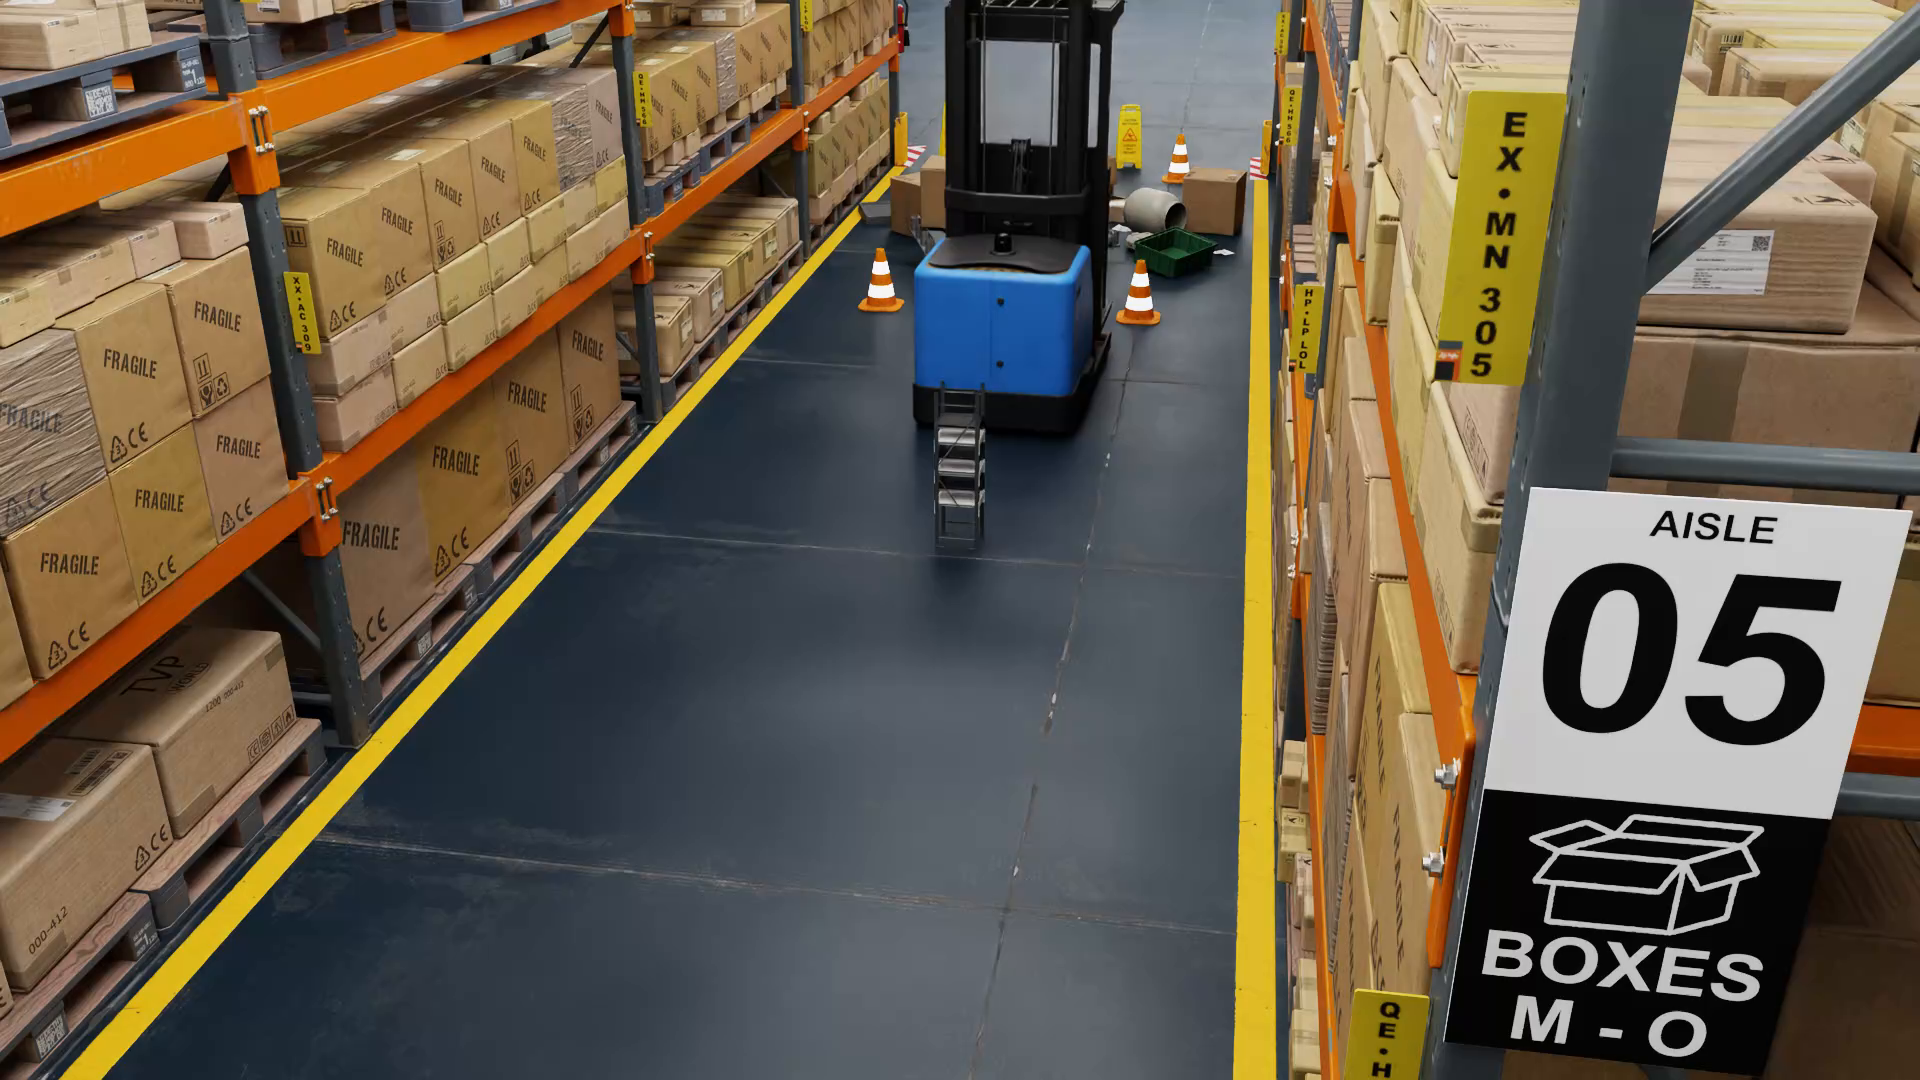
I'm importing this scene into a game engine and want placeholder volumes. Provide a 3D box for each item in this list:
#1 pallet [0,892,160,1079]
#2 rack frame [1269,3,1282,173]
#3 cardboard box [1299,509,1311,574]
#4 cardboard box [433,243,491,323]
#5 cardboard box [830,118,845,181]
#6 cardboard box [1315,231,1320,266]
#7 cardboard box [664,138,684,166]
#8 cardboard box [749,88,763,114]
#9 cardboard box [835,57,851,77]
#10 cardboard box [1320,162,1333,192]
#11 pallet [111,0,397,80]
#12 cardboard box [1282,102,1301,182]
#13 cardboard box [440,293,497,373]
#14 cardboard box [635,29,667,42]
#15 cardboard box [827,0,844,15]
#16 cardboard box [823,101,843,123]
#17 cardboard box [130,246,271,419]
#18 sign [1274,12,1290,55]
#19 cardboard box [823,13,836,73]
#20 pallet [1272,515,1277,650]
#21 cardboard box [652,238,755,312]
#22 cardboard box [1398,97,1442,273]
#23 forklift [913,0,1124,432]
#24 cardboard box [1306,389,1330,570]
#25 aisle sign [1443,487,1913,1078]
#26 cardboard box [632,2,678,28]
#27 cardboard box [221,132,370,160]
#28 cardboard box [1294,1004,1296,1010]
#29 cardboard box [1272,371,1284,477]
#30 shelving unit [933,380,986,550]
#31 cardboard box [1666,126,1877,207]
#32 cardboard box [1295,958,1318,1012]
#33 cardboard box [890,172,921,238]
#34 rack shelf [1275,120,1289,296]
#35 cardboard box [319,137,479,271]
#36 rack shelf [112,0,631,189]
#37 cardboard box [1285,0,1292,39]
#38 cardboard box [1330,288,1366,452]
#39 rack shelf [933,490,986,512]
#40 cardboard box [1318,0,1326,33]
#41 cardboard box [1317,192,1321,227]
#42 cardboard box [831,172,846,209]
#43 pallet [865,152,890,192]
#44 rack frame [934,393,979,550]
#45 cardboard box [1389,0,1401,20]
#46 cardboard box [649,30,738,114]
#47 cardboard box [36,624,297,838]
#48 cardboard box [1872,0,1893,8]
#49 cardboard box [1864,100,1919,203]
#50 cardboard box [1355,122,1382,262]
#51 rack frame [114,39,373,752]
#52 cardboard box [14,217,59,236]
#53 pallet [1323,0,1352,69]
[{"bbox_3d":[-3.511,1.594,5.596,1.003,0.211,1.213,4,25,9],"label":"pallet"},{"bbox_3d":[3.749,-5.212,16.846,1.000,3.000,0.127,4,25,9],"label":"rack frame"},{"bbox_3d":[1.419,0.017,5.972,0.380,0.149,0.250,5,26,10],"label":"cardboard box"},{"bbox_3d":[-2.596,-1.246,7.960,0.500,0.250,0.500,4,25,9],"label":"cardboard box"},{"bbox_3d":[-1.366,-3.577,15.216,0.500,0.500,0.500,5,26,11],"label":"cardboard box"},{"bbox_3d":[2.082,-1.544,8.811,0.380,0.149,0.250,5,26,11],"label":"cardboard box"},{"bbox_3d":[-2.052,-2.593,11.053,0.380,0.149,0.250,2,25,5],"label":"cardboard box"},{"bbox_3d":[-1.722,-3.355,12.681,0.380,0.149,0.250,4,25,9],"label":"cardboard box"},{"bbox_3d":[-1.218,-4.370,15.343,0.380,0.149,0.250,4,25,9],"label":"cardboard box"},{"bbox_3d":[2.134,-1.919,8.911,0.380,0.149,0.250,3,25,7],"label":"cardboard box"},{"bbox_3d":[-3.011,-2.152,6.997,0.805,0.209,1.217,3,25,6],"label":"pallet"},{"bbox_3d":[2.495,-2.750,11.469,0.500,0.500,0.500,4,25,9],"label":"cardboard box"},{"bbox_3d":[-2.597,-1.021,8.070,0.500,0.250,0.500,4,25,8],"label":"cardboard box"},{"bbox_3d":[-2.413,-3.402,12.017,0.500,0.500,0.500,3,25,6],"label":"cardboard box"},{"bbox_3d":[-1.414,-4.853,14.432,0.700,0.500,0.500,4,25,9],"label":"cardboard box"},{"bbox_3d":[-1.280,-3.909,15.161,0.380,0.149,0.250,5,26,11],"label":"cardboard box"},{"bbox_3d":[-2.917,-0.775,6.070,0.500,0.500,0.500,4,25,8],"label":"cardboard box"},{"bbox_3d":[2.548,-4.004,13.152,0.100,0.325,0.005,4,25,9],"label":"sign"},{"bbox_3d":[-1.399,-4.396,14.634,0.500,0.500,0.500,4,25,8],"label":"cardboard box"},{"bbox_3d":[2.111,0.233,8.504,1.003,0.211,1.213,4,25,9],"label":"pallet"},{"bbox_3d":[-2.114,-2.028,12.649,0.950,0.372,0.625,5,26,10],"label":"cardboard box"},{"bbox_3d":[1.127,-0.675,3.203,0.500,0.250,0.500,4,25,9],"label":"cardboard box"},{"bbox_3d":[0.492,-2.611,11.371,1.130,2.935,3.031,5,26,10],"label":"forklift"},{"bbox_3d":[1.458,-0.183,5.634,0.500,0.500,0.500,4,25,8],"label":"cardboard box"},{"bbox_3d":[0.826,0.312,1.978,0.394,0.787,0.004,4,25,9],"label":"aisle sign"},{"bbox_3d":[-2.306,-3.870,12.250,0.380,0.149,0.250,5,26,11],"label":"cardboard box"},{"bbox_3d":[-3.107,-1.623,7.883,0.500,0.500,0.500,5,26,10],"label":"cardboard box"},{"bbox_3d":[1.239,1.584,5.196,0.380,0.149,0.250,3,25,7],"label":"cardboard box"},{"bbox_3d":[2.074,-0.646,9.544,0.500,0.500,0.500,3,25,6],"label":"cardboard box"},{"bbox_3d":[-0.001,-0.404,9.052,0.258,0.900,0.210,4,25,9],"label":"shelving unit"},{"bbox_3d":[1.014,-0.475,2.305,0.380,0.149,0.250,4,25,9],"label":"cardboard box"},{"bbox_3d":[1.237,1.447,5.138,0.380,0.149,0.250,4,25,8],"label":"cardboard box"},{"bbox_3d":[-0.287,-3.062,15.200,0.500,0.500,0.500,-20,32,-36],"label":"cardboard box"},{"bbox_3d":[2.769,-2.376,11.637,1.077,0.370,4.000,4,25,9],"label":"rack shelf"},{"bbox_3d":[-2.616,-1.580,7.790,0.500,0.500,0.500,3,25,7],"label":"cardboard box"},{"bbox_3d":[-2.785,-2.363,8.070,1.077,0.370,4.000,4,25,9],"label":"rack shelf"},{"bbox_3d":[3.165,-4.486,13.844,0.875,0.550,0.550,4,25,9],"label":"cardboard box"},{"bbox_3d":[1.404,-0.436,4.995,0.500,0.500,0.500,3,25,7],"label":"cardboard box"},{"bbox_3d":[-0.001,-0.211,9.142,0.258,0.077,0.200,4,25,9],"label":"rack shelf"},{"bbox_3d":[1.935,-2.630,7.674,0.500,0.500,0.500,4,25,9],"label":"cardboard box"},{"bbox_3d":[2.122,-1.775,8.954,0.380,0.149,0.250,5,26,11],"label":"cardboard box"},{"bbox_3d":[-1.366,-3.236,15.374,0.500,0.250,0.500,5,26,11],"label":"cardboard box"},{"bbox_3d":[-1.331,-3.880,17.291,1.003,0.211,1.213,4,25,9],"label":"pallet"},{"bbox_3d":[-0.018,-0.362,8.961,0.240,0.900,0.006,4,25,9],"label":"rack frame"},{"bbox_3d":[1.352,-1.460,4.409,0.380,0.149,0.250,3,25,7],"label":"cardboard box"},{"bbox_3d":[-1.909,-3.358,11.923,0.500,0.500,0.500,3,25,7],"label":"cardboard box"},{"bbox_3d":[-3.321,0.732,6.675,0.875,0.438,0.875,4,25,8],"label":"cardboard box"},{"bbox_3d":[8.022,-4.620,13.934,0.500,0.500,0.500,4,25,9],"label":"cardboard box"},{"bbox_3d":[1.588,-0.551,2.468,0.380,0.149,0.250,4,25,8],"label":"cardboard box"},{"bbox_3d":[1.275,-0.882,4.234,0.500,0.250,0.500,5,26,11],"label":"cardboard box"},{"bbox_3d":[-3.112,-0.494,6.766,1.000,3.000,0.127,4,25,9],"label":"rack frame"},{"bbox_3d":[-3.446,-1.063,5.920,0.380,0.149,0.250,4,25,9],"label":"cardboard box"},{"bbox_3d":[2.160,-2.151,6.991,1.213,0.211,1.003,4,25,9],"label":"pallet"}]
